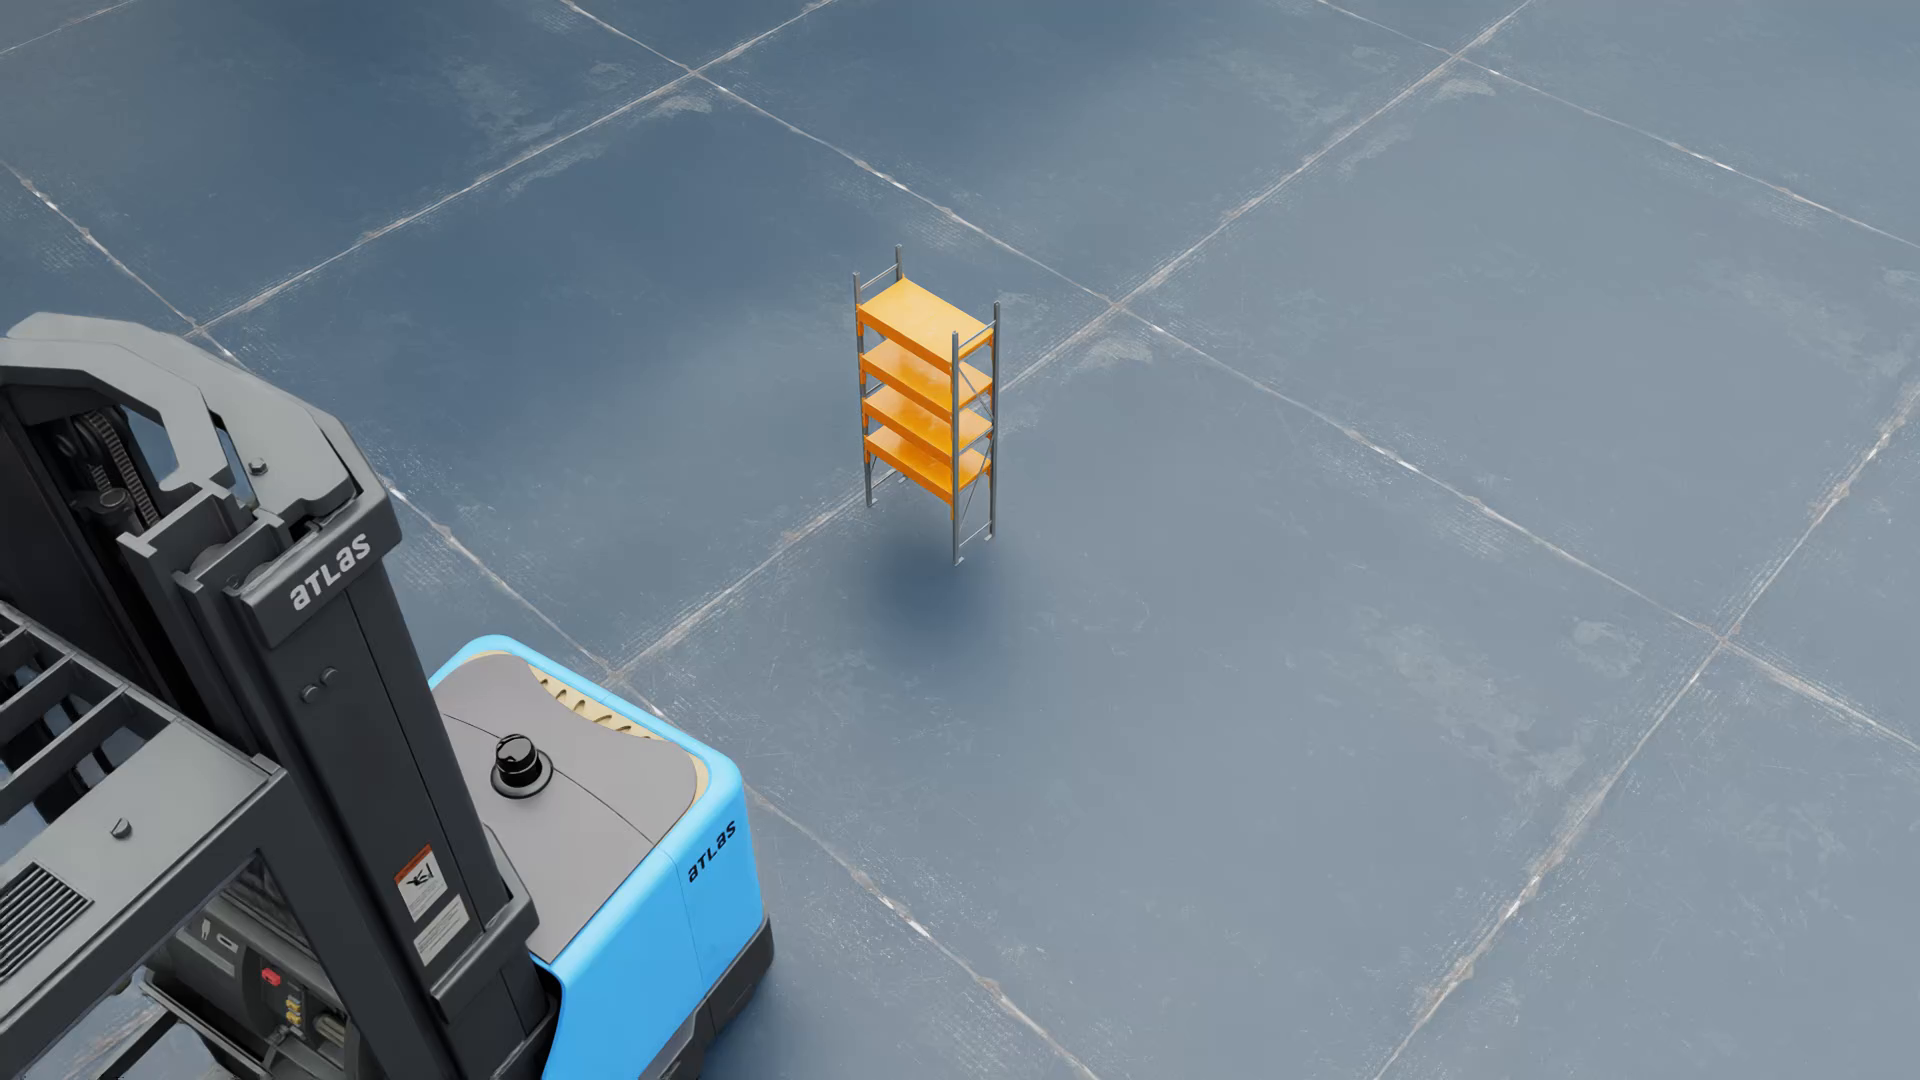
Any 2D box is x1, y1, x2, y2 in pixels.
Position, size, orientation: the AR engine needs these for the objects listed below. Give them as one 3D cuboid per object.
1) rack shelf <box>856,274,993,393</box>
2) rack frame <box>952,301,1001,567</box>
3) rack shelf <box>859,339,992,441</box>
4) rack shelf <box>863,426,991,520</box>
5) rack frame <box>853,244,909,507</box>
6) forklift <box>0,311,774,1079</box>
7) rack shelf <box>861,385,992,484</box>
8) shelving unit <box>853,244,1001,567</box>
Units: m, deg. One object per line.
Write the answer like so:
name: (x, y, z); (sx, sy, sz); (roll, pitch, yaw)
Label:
rack shelf: (-0.122, -0.762, 6.103); (0.480, 0.148, 0.258); (34, 55, 28)
rack frame: (0.058, -0.372, 6.276); (0.015, 1.200, 0.240); (34, 55, 28)
rack shelf: (-0.122, -0.600, 6.275); (0.480, 0.148, 0.258); (34, 55, 28)
rack shelf: (-0.122, -0.311, 6.583); (0.480, 0.148, 0.258); (34, 55, 28)
rack frame: (-0.301, -0.613, 6.503); (0.015, 1.200, 0.240); (34, 55, 28)
forklift: (-1.814, 1.091, 3.715); (1.130, 2.935, 3.031); (25, 52, 21)
rack shelf: (-0.122, -0.446, 6.438); (0.480, 0.148, 0.258); (34, 55, 28)
shelving unit: (-0.122, -0.493, 6.389); (0.503, 1.200, 0.258); (34, 55, 28)
